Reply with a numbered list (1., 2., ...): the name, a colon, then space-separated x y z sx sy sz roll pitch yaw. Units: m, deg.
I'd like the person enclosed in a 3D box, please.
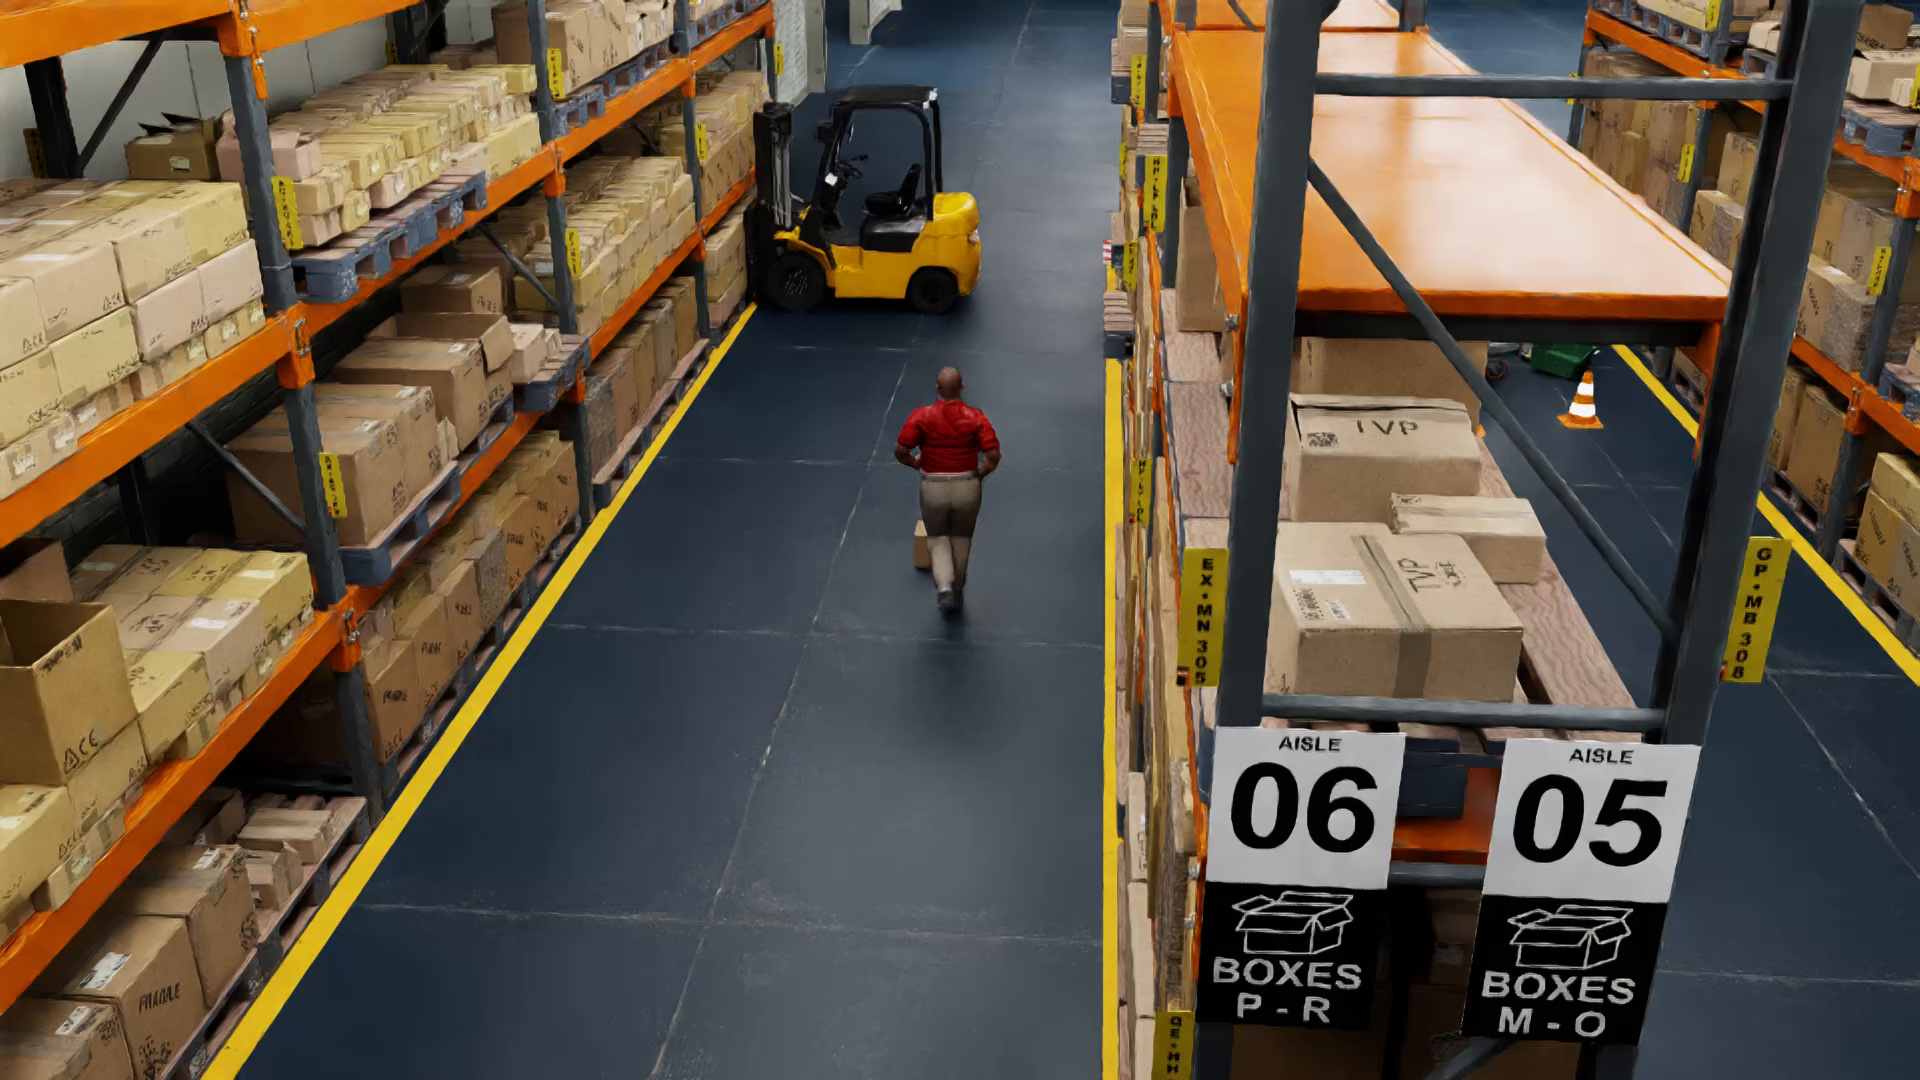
1. person: -0.077 -0.310 10.744 0.678 1.692 0.659 1 24 2
